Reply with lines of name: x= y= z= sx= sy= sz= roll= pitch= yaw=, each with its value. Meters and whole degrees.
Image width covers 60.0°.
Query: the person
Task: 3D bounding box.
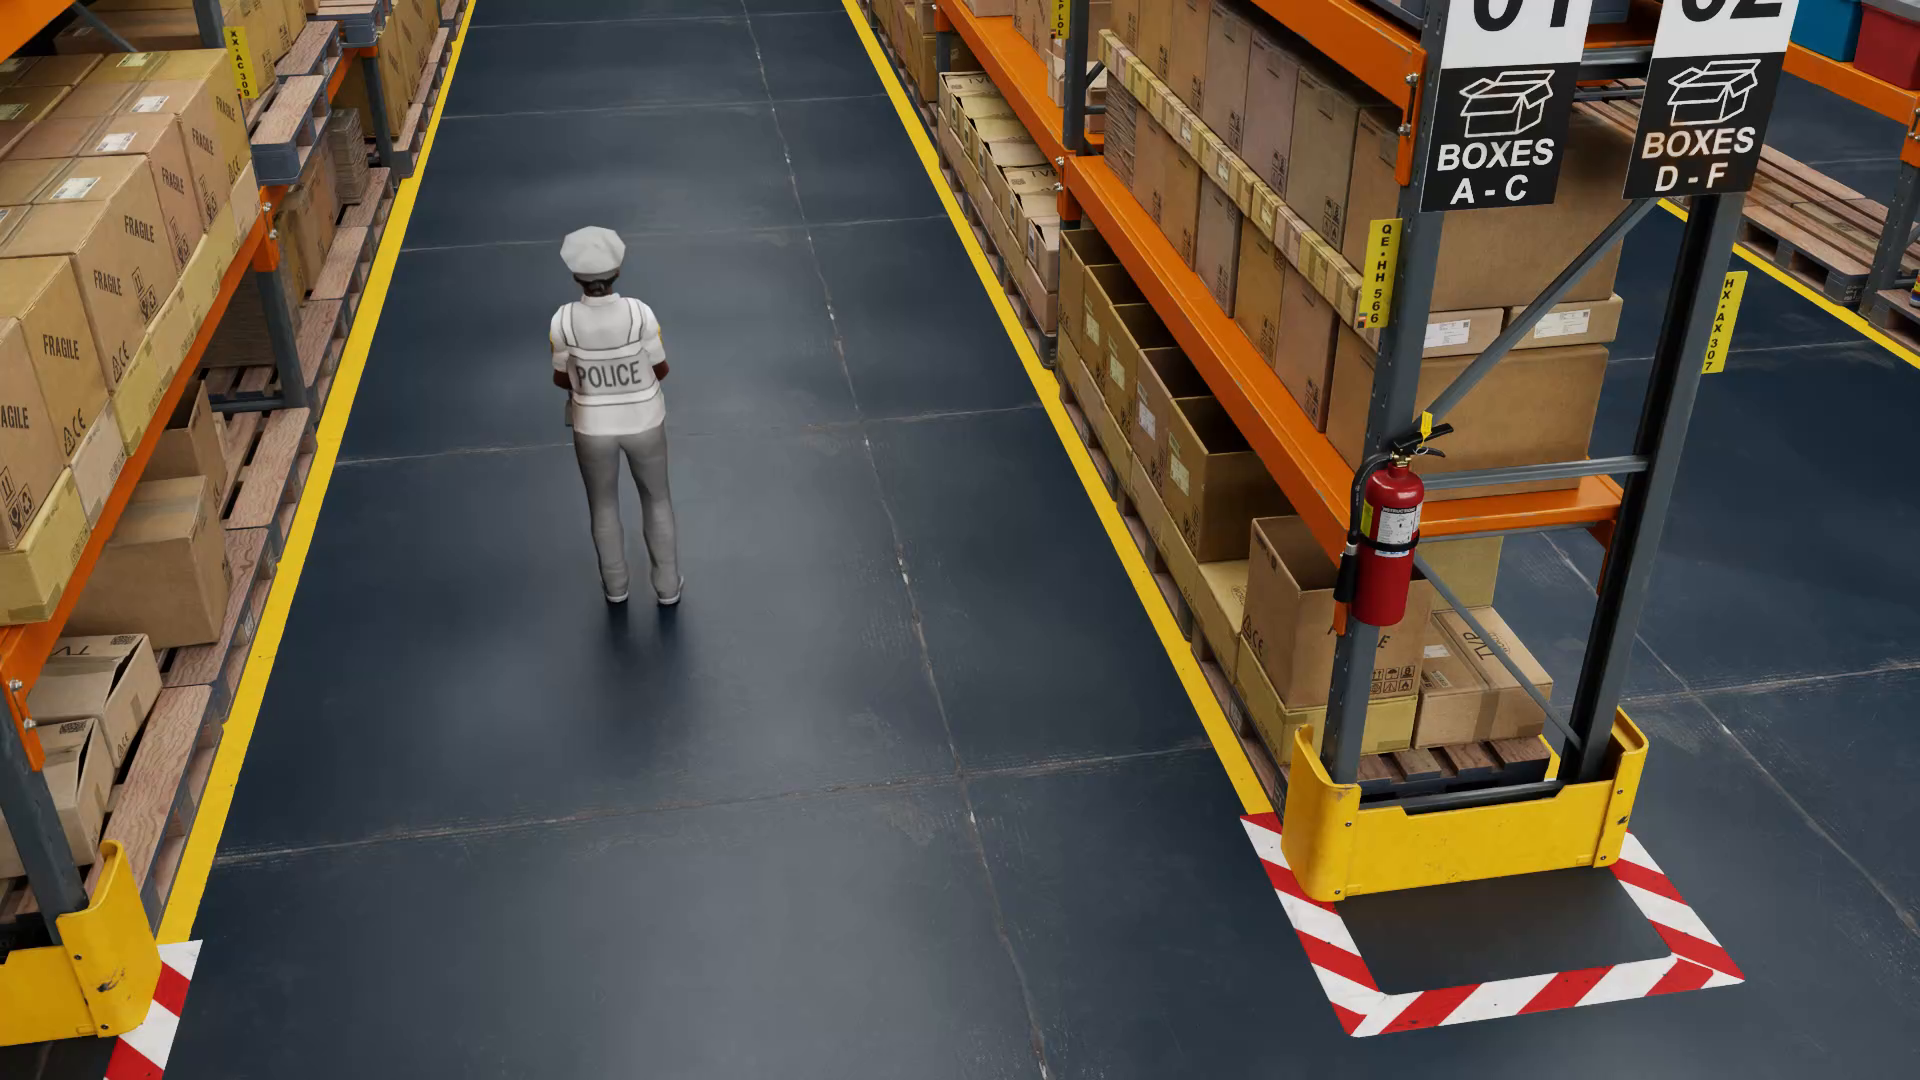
person: x=-1.427 y=-0.477 z=6.935 sx=0.515 sy=1.655 sz=0.426 roll=-7 pitch=32 yaw=-11
